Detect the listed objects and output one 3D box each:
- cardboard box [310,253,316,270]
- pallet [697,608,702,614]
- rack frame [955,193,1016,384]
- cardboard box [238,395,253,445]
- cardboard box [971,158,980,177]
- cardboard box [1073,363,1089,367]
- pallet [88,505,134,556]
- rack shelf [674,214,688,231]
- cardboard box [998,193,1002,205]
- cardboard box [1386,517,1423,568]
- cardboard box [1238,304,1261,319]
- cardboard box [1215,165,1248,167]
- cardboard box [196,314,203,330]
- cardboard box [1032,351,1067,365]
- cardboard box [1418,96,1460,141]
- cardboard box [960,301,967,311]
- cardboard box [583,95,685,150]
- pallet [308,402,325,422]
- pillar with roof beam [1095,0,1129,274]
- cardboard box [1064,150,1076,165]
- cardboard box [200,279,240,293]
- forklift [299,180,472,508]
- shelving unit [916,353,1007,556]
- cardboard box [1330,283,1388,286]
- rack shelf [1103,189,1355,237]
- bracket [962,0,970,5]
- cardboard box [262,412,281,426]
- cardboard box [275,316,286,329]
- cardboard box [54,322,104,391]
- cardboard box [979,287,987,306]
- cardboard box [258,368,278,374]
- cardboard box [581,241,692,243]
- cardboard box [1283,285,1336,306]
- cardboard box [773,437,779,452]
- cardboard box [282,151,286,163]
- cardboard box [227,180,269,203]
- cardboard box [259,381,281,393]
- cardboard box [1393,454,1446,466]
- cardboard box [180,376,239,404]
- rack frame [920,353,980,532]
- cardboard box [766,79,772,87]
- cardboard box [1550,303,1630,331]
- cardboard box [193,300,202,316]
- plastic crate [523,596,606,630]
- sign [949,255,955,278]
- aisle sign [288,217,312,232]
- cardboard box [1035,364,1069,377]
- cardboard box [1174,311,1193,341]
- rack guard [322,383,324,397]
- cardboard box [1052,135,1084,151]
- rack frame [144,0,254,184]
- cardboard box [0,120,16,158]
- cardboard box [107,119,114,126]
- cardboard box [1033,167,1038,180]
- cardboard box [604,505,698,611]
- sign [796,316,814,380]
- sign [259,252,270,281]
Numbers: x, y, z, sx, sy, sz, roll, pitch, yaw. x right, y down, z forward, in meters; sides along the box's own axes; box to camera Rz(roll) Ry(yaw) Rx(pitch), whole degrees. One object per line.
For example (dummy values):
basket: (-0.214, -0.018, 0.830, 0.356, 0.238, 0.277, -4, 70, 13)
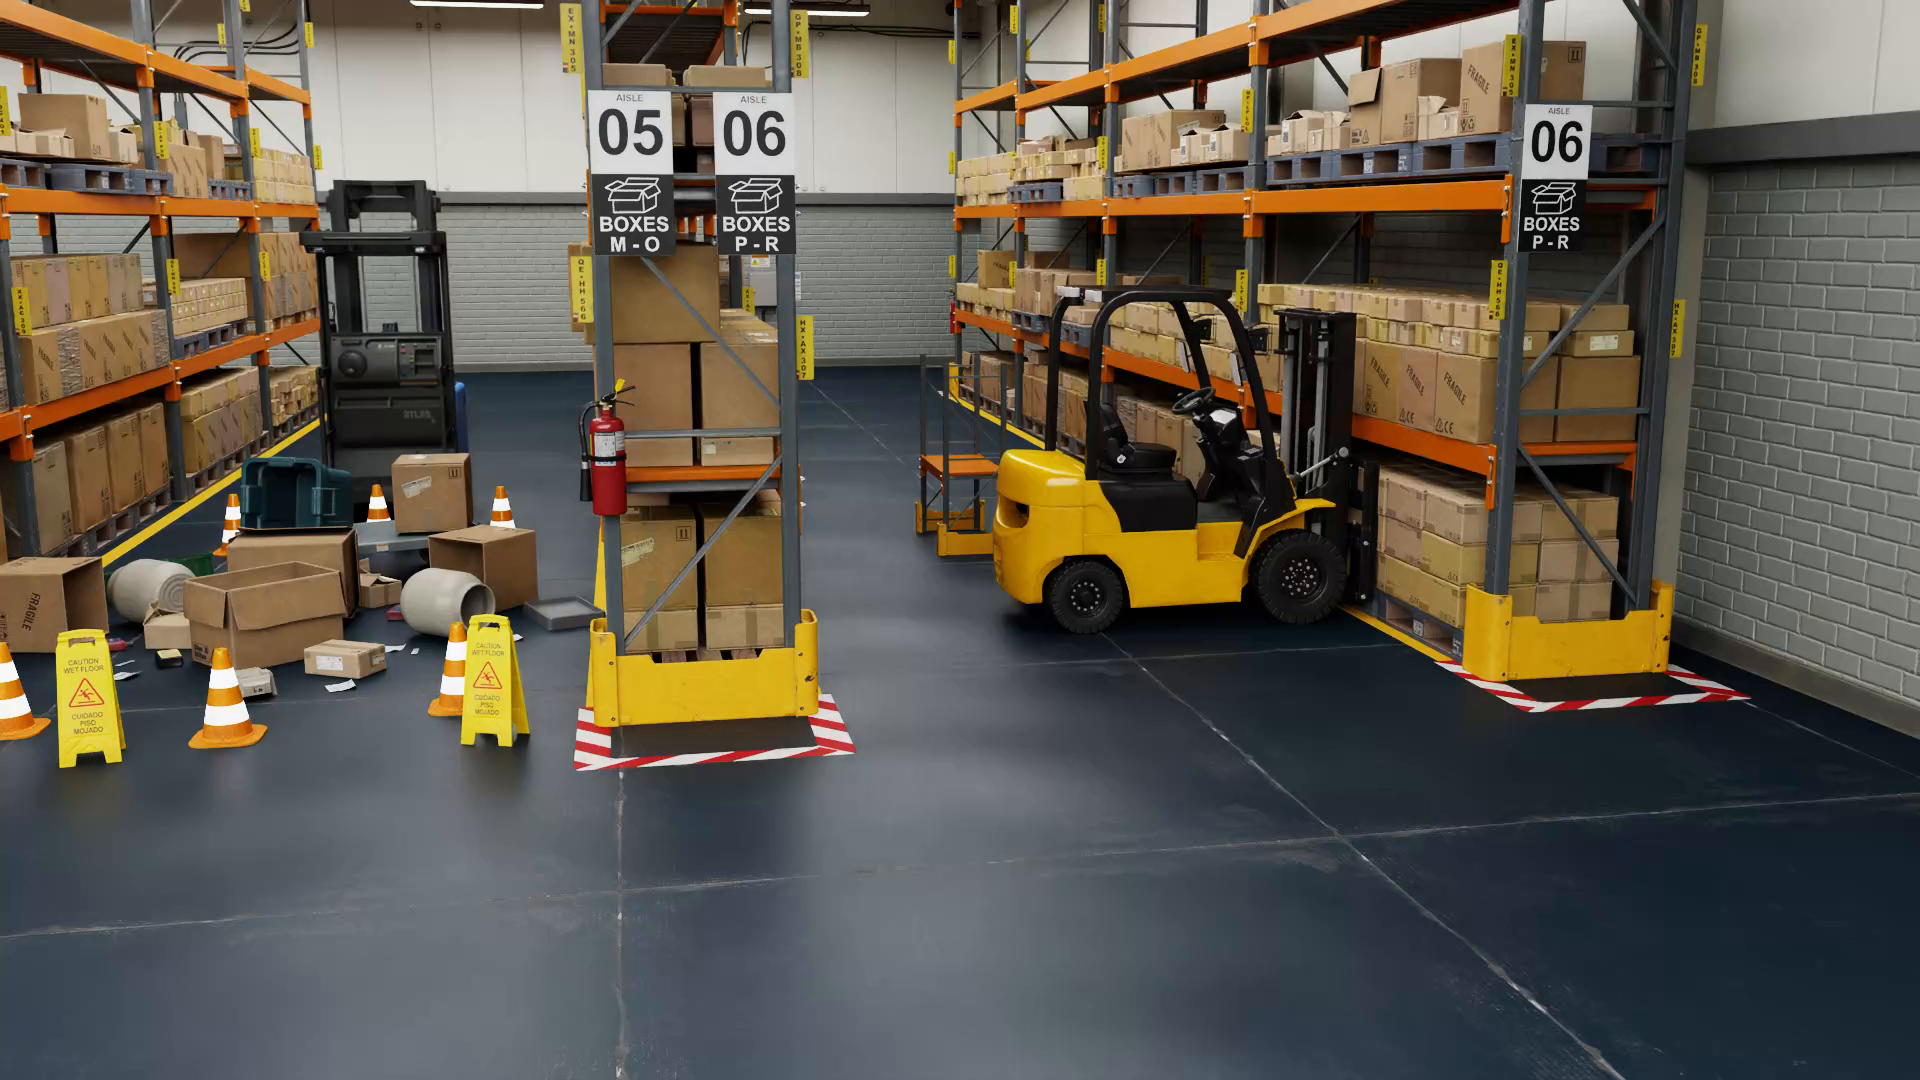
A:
cardboard box: (-8.950, -3.889, 22.371, 0.500, 0.500, 0.500, -2, 11, -12)
pallet: (-1.707, 0.441, 10.817, 1.003, 0.211, 1.213, -2, 11, -11)
rack frame: (0.421, -3.657, 24.890, 1.000, 3.000, 0.127, -2, 11, -11)
cardboard box: (-8.015, -1.302, 18.075, 0.500, 0.500, 0.500, -2, 11, -12)
cardboard box: (0.452, -5.173, 23.098, 0.500, 0.250, 0.500, -2, 11, -12)
cardboard box: (1.610, -2.116, 20.617, 0.380, 0.149, 0.250, -2, 11, -11)
pallet: (-7.414, -0.070, 13.500, 1.003, 0.211, 1.213, -2, 11, -11)
rack shelf: (-4.058, -4.230, 21.798, 1.077, 0.370, 4.000, -2, 11, -11)
cardboard box: (0.707, -4.469, 21.803, 0.380, 0.149, 0.250, -2, 11, -11)
cardboard box: (3.044, 0.006, 10.538, 0.500, 0.250, 0.500, -2, 11, -12)
cardboard box: (2.470, -1.879, 13.543, 0.380, 0.149, 0.250, -2, 11, -9)
cardboard box: (2.466, -3.417, 14.837, 0.380, 0.166, 0.250, -2, 11, -11)
cardboard box: (-7.829, -2.180, 16.674, 0.380, 0.149, 0.250, -2, 11, -9)
cardboard box: (1.105, -2.246, 20.504, 0.380, 0.149, 0.250, -3, 11, -14)
cardboard box: (3.024, -2.573, 10.141, 0.396, 0.266, 0.258, -2, 11, -11)
cardboard box: (0.216, -3.464, 24.544, 0.380, 0.149, 0.250, -2, 11, -11)
cardboard box: (-1.699, -2.172, 8.668, 0.500, 0.250, 0.500, -2, 11, -12)
pallet: (-9.145, -1.744, 22.293, 1.003, 0.211, 1.213, -2, 11, -11)
pillar with roof beam: (-2.275, -5.875, 20.495, 9.100, 9.000, 0.400, -2, 11, -11)
cardboard box: (1.367, -4.222, 18.375, 0.380, 0.149, 0.250, -2, 11, -11)
cardboard box: (-8.183, -2.803, 18.361, 0.380, 0.149, 0.250, -2, 11, -13)
forklift: (-4.979, -1.619, 14.364, 1.130, 2.935, 3.031, -2, 11, -10)
shelving unit: (0.015, -0.723, 13.483, 0.587, 1.500, 1.083, -2, 11, -11)
cardboard box: (3.113, -1.923, 12.979, 0.380, 0.149, 0.250, -2, 11, -11)
rack shelf: (2.366, -2.944, 15.041, 1.077, 0.370, 4.000, -2, 11, -11)
bracket: (-0.192, -9.476, 29.787, 0.076, 0.066, 5.218, -2, 11, -11)
cardboard box: (-8.261, -1.428, 19.680, 0.380, 0.149, 0.250, -3, 11, -13)
cardboard box: (-8.498, -2.675, 20.400, 0.380, 0.149, 0.250, -2, 11, -10)
cardboard box: (-6.981, -1.417, 12.849, 0.500, 0.500, 0.500, -2, 11, -11)
cardboard box: (0.565, -3.359, 22.925, 0.500, 0.250, 0.500, -2, 11, -13)
cardboard box: (-9.343, -2.221, 22.254, 0.380, 0.149, 0.250, -2, 11, -10)
cardboard box: (-2.092, -1.686, 10.793, 0.700, 0.500, 0.500, -2, 11, -12)
cardboard box: (2.683, -1.857, 12.634, 0.380, 0.149, 0.250, -2, 11, -10)
cardboard box: (-1.234, -0.586, 9.422, 0.380, 0.149, 0.250, -2, 11, -13)
cardboard box: (-8.653, -4.786, 20.793, 0.380, 0.149, 0.250, -2, 11, -13)
cardboard box: (-8.336, -4.038, 19.271, 0.500, 0.250, 0.500, -2, 11, -8)
cardboard box: (-8.535, -1.857, 20.342, 0.380, 0.149, 0.250, -2, 11, -12)
cardboard box: (3.345, -0.443, 11.556, 0.500, 0.250, 0.500, -2, 11, -12)
cardboard box: (-7.909, -1.572, 17.491, 0.500, 0.250, 0.500, -3, 11, -14)
rack frame: (-0.082, -0.814, 13.964, 0.500, 1.500, 0.032, -2, 11, -11)
cardboard box: (-1.233, -2.499, 9.319, 0.380, 0.149, 0.250, -2, 11, -11)
cardboard box: (3.677, -1.306, 9.739, 0.380, 0.149, 0.250, -2, 11, -12)
cardboard box: (-7.831, -2.326, 16.647, 0.380, 0.149, 0.250, -2, 11, -11)
plastic crate: (-2.612, 0.477, 10.978, 0.402, 0.080, 0.583, -6, 13, -31)
sign: (-0.111, -4.063, 24.705, 0.100, 0.325, 0.005, -2, 11, -11)
aisle sign: (-9.003, -4.579, 22.780, 0.394, 0.787, 0.004, -2, 11, -11)
cardboard box: (1.137, -2.097, 20.521, 0.380, 0.149, 0.250, -2, 11, -13)
cardboard box: (2.208, -1.897, 14.706, 0.500, 0.250, 0.500, -2, 11, -10)
rack guard: (-9.268, -2.036, 23.055, 1.175, 0.500, 0.348, -2, 11, -11)
cardboard box: (1.326, -4.825, 20.382, 0.396, 0.266, 0.258, -2, 11, -12)
rack frame: (-8.505, -5.491, 18.480, 1.000, 3.000, 0.127, -2, 11, -11)
cardboard box: (-7.506, -3.075, 12.658, 0.500, 0.311, 0.500, -3, 11, -13)
cardboard box: (-8.175, -3.867, 15.656, 0.396, 0.266, 0.258, -2, 11, -11)
cardboard box: (1.068, -4.273, 19.382, 0.380, 0.149, 0.250, -2, 11, -12)
cardboard box: (-1.747, 0.097, 9.390, 0.500, 0.500, 0.500, -2, 11, -11)
sign: (-0.803, -0.987, 8.543, 0.100, 0.325, 0.005, -2, 11, -11)
sign: (-7.962, -3.134, 19.042, 0.100, 0.325, 0.005, -2, 11, -11)
